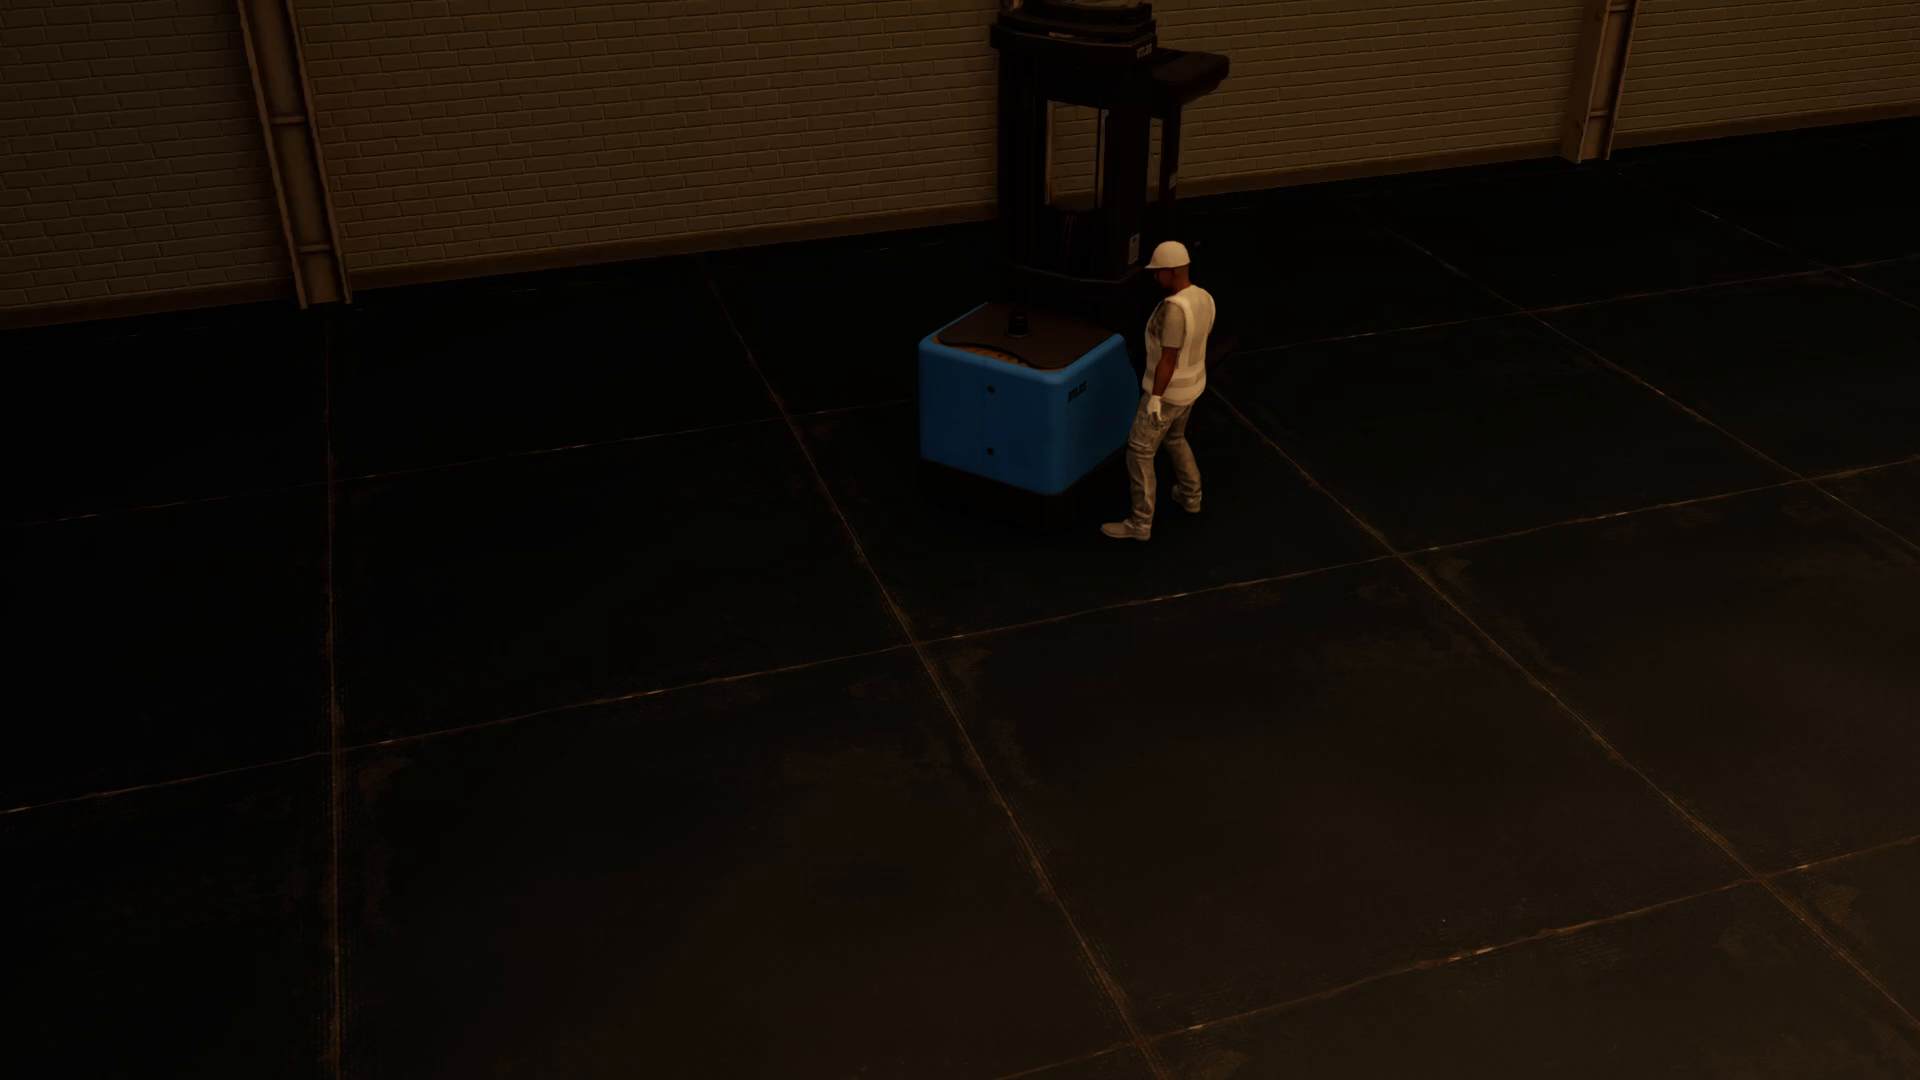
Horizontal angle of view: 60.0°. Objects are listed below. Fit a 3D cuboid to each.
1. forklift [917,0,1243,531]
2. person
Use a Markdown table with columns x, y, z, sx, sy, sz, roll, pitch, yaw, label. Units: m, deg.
| x | y | z | sx | sy | sz | roll | pitch | yaw | label |
| --- | --- | --- | --- | --- | --- | --- | --- | --- | --- |
| 0.958 | -2.015 | 10.588 | 1.130 | 2.935 | 3.031 | 18 | 35 | 28 | forklift |
| 1.232 | -0.916 | 9.873 | 0.423 | 1.744 | 0.876 | 17 | 34 | 26 | person |
